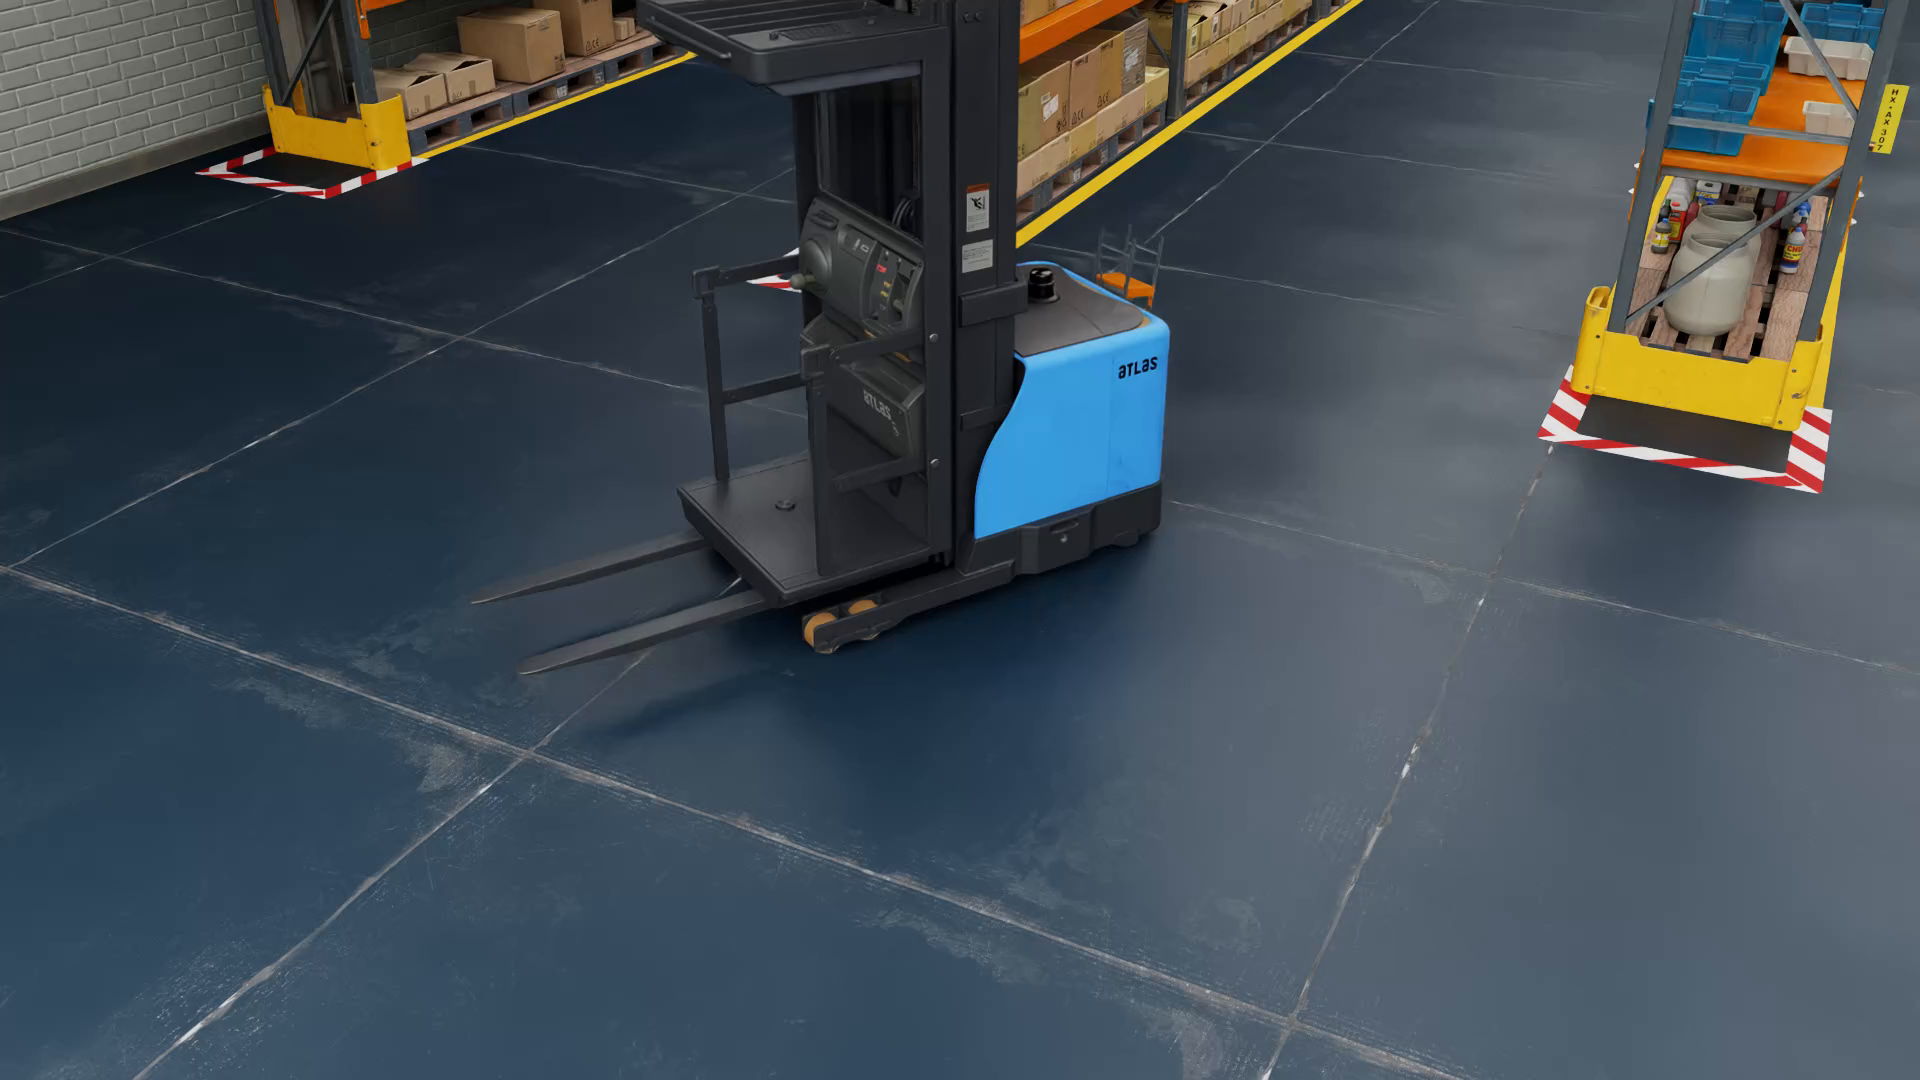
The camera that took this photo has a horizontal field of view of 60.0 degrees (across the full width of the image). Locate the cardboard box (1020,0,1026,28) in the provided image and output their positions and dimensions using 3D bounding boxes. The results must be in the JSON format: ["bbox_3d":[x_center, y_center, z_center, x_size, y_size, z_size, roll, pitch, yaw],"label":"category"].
[{"bbox_3d":[0.016,-3.633,10.964,0.700,0.500,0.500,15,33,25],"label":"cardboard box"}]

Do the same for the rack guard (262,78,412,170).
[{"bbox_3d":[-4.820,-3.224,12.862,1.175,0.500,0.348,14,33,23],"label":"rack guard"}]

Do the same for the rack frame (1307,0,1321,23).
[{"bbox_3d":[3.201,-6.698,16.403,1.000,3.000,0.127,14,33,23],"label":"rack frame"}]

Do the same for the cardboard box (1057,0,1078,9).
[{"bbox_3d":[0.484,-4.086,11.753,0.700,0.500,0.500,15,33,25],"label":"cardboard box"}]

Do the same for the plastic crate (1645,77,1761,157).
[{"bbox_3d":[3.927,-2.252,8.809,0.499,0.251,0.616,14,33,23],"label":"plastic crate"}]

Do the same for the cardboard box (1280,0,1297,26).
[{"bbox_3d":[2.947,-5.170,16.081,0.500,0.250,0.500,14,33,23],"label":"cardboard box"}]

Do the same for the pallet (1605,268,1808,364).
[{"bbox_3d":[4.333,-1.221,9.664,1.003,0.211,1.213,14,33,23],"label":"pallet"}]

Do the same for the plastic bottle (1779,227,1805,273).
[{"bbox_3d":[5.068,-1.767,10.113,0.097,0.271,0.097,0,30,0],"label":"plastic bottle"}]

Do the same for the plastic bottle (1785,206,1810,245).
[{"bbox_3d":[5.270,-1.964,10.455,0.097,0.271,0.097,0,30,0],"label":"plastic bottle"}]

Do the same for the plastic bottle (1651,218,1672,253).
[{"bbox_3d":[4.411,-1.918,10.445,0.097,0.201,0.097,0,30,0],"label":"plastic bottle"}]

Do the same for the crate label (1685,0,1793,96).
[{"bbox_3d":[4.563,-2.919,9.786,0.502,0.435,0.616,14,33,23],"label":"crate label"}]

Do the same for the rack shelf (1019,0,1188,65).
[{"bbox_3d":[0.468,-3.727,11.950,1.077,0.370,4.000,14,33,23],"label":"rack shelf"}]

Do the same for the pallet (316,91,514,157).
[{"bbox_3d":[-4.418,-3.451,13.547,1.003,0.211,1.213,14,33,23],"label":"pallet"}]

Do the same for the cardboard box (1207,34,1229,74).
[{"bbox_3d":[2.018,-4.264,14.502,0.500,0.250,0.500,15,33,24],"label":"cardboard box"}]

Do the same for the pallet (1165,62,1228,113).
[{"bbox_3d":[1.680,-4.051,14.593,1.003,0.211,1.213,14,33,23],"label":"pallet"}]

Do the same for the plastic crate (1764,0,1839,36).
[{"bbox_3d":[5.435,-3.570,11.016,0.767,0.338,0.504,14,33,23],"label":"plastic crate"}]

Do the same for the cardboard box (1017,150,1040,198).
[{"bbox_3d":[0.224,-2.551,11.520,0.500,0.250,0.500,14,33,23],"label":"cardboard box"}]

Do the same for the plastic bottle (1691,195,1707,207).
[{"bbox_3d":[4.813,-2.151,10.852,0.097,0.201,0.097,0,30,0],"label":"plastic bottle"}]

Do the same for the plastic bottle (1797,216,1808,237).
[{"bbox_3d":[5.188,-1.869,10.278,0.061,0.283,0.133,15,33,24],"label":"plastic bottle"}]

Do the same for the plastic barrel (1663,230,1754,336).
[{"bbox_3d":[4.197,-1.439,9.320,0.421,0.512,0.421,0,30,0],"label":"plastic barrel"}]

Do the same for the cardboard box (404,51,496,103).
[{"bbox_3d":[-4.199,-3.838,13.679,0.500,0.311,0.500,17,34,27],"label":"cardboard box"}]

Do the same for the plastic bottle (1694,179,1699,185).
[{"bbox_3d":[4.930,-2.386,11.192,0.097,0.271,0.097,0,30,0],"label":"plastic bottle"}]

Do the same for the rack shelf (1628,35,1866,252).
[{"bbox_3d":[4.876,-2.601,9.990,1.077,0.370,4.000,14,33,23],"label":"rack shelf"}]

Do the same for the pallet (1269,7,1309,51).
[{"bbox_3d":[2.792,-5.133,16.477,1.003,0.211,1.213,14,33,23],"label":"pallet"}]

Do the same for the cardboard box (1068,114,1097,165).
[{"bbox_3d":[0.684,-2.994,12.290,0.500,0.250,0.500,14,33,23],"label":"cardboard box"}]

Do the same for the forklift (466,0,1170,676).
[{"bbox_3d":[-0.587,-1.100,6.722,3.031,2.935,1.130,-17,34,-27],"label":"forklift"}]

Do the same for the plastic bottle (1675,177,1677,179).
[{"bbox_3d":[4.852,-2.402,11.206,0.061,0.283,0.133,16,33,25],"label":"plastic bottle"}]

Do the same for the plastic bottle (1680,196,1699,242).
[{"bbox_3d":[4.646,-2.035,10.567,0.061,0.283,0.133,14,33,23],"label":"plastic bottle"}]

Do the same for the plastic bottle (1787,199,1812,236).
[{"bbox_3d":[5.362,-2.053,10.612,0.097,0.271,0.097,0,30,0],"label":"plastic bottle"}]

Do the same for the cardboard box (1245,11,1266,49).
[{"bbox_3d":[2.484,-4.719,15.296,0.500,0.250,0.500,15,33,24],"label":"cardboard box"}]

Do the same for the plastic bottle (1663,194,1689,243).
[{"bbox_3d":[4.551,-2.055,10.610,0.152,0.276,0.135,15,33,24],"label":"plastic bottle"}]

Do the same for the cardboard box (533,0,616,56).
[{"bbox_3d":[-3.469,-4.685,14.965,0.500,0.500,0.500,12,32,20],"label":"cardboard box"}]

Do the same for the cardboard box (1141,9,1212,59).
[{"bbox_3d":[1.789,-4.285,13.976,0.500,0.311,0.500,14,33,23],"label":"cardboard box"}]

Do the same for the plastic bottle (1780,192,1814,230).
[{"bbox_3d":[5.438,-2.159,10.791,0.152,0.276,0.135,15,33,24],"label":"plastic bottle"}]

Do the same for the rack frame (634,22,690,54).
[{"bbox_3d":[-3.032,-6.047,15.269,1.000,3.000,0.127,14,33,23],"label":"rack frame"}]

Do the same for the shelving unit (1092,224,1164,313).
[{"bbox_3d":[0.738,-0.919,8.128,0.189,1.200,0.258,-11,30,-38],"label":"shelving unit"}]

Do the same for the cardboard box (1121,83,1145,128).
[{"bbox_3d":[1.126,-3.440,13.068,0.500,0.250,0.500,14,33,23],"label":"cardboard box"}]

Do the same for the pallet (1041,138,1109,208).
[{"bbox_3d":[0.425,-2.830,12.466,1.003,0.211,1.213,14,33,23],"label":"pallet"}]

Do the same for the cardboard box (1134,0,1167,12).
[{"bbox_3d":[1.540,-4.635,14.585,0.500,0.311,0.500,15,33,25],"label":"cardboard box"}]

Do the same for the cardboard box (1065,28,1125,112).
[{"bbox_3d":[0.900,-3.543,12.495,0.500,0.500,0.500,14,33,23],"label":"cardboard box"}]

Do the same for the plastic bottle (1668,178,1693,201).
[{"bbox_3d":[4.686,-2.224,10.828,0.144,0.351,0.185,16,33,25],"label":"plastic bottle"}]

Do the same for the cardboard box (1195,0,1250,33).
[{"bbox_3d":[2.257,-4.735,14.760,0.500,0.311,0.500,13,32,22],"label":"cardboard box"}]

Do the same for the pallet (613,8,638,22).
[{"bbox_3d":[-2.679,-5.184,16.565,1.003,0.211,1.213,14,33,23],"label":"pallet"}]

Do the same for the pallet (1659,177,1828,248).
[{"bbox_3d":[5.444,-2.302,11.547,1.003,0.211,1.213,14,33,23],"label":"pallet"}]

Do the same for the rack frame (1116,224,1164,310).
[{"bbox_3d":[0.809,-0.932,8.185,0.006,1.200,0.240,-11,30,-38],"label":"rack frame"}]

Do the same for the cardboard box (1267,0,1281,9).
[{"bbox_3d":[2.719,-5.188,15.549,0.500,0.311,0.500,14,33,23],"label":"cardboard box"}]

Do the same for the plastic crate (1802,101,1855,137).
[{"bbox_3d":[4.659,-2.236,8.896,0.298,0.136,0.250,14,33,23],"label":"plastic crate"}]

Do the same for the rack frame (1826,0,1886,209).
[{"bbox_3d":[5.787,-3.800,11.355,1.000,3.000,0.127,14,33,23],"label":"rack frame"}]

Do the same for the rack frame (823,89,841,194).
[{"bbox_3d":[-0.443,-3.152,10.227,1.000,3.000,0.127,14,33,23],"label":"rack frame"}]

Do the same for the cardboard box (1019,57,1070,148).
[{"bbox_3d":[0.442,-3.101,11.724,0.500,0.500,0.500,14,33,23],"label":"cardboard box"}]

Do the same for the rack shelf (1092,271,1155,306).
[{"bbox_3d":[0.781,-1.205,8.003,0.180,0.103,0.258,-11,30,-38],"label":"rack shelf"}]
